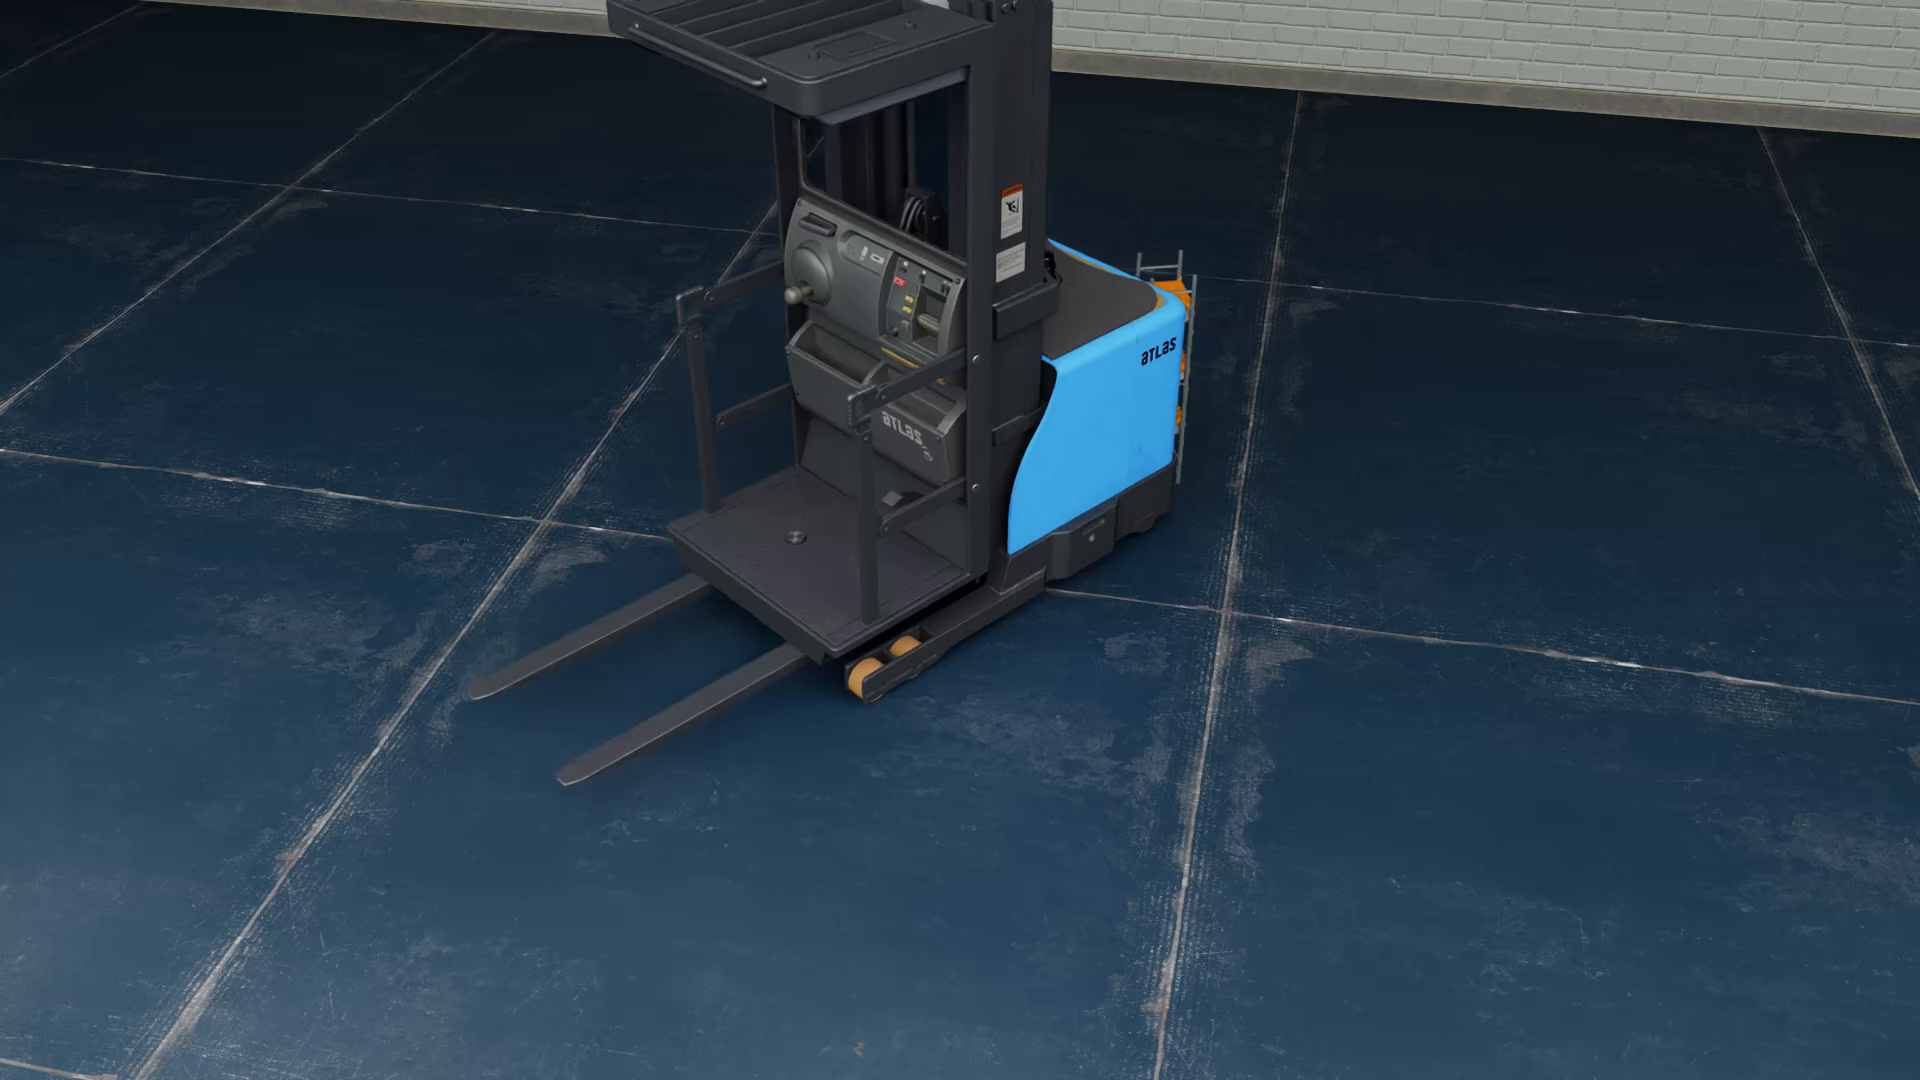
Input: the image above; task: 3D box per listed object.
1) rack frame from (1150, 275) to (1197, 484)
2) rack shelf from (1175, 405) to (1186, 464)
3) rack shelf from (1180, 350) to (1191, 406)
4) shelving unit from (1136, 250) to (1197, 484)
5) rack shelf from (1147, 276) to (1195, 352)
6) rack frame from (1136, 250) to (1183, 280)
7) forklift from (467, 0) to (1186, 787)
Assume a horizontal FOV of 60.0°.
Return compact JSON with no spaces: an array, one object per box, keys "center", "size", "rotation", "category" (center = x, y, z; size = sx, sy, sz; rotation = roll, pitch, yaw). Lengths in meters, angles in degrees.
[{"center":[0.901,-0.677,7.285],"size":[0.200,1.050,0.008],"rotation":[-5,36,-6],"category":"rack frame"},{"center":[0.886,-0.512,7.551],"size":[0.215,0.259,0.240],"rotation":[-5,36,-6],"category":"rack shelf"},{"center":[0.884,-0.739,7.390],"size":[0.215,0.259,0.240],"rotation":[-5,36,-6],"category":"rack shelf"},{"center":[0.884,-0.747,7.383],"size":[0.215,1.050,0.252],"rotation":[-5,36,-6],"category":"shelving unit"},{"center":[0.882,-0.970,7.225],"size":[0.215,0.259,0.240],"rotation":[-5,36,-6],"category":"rack shelf"},{"center":[0.868,-0.817,7.482],"size":[0.200,1.050,0.008],"rotation":[-5,36,-6],"category":"rack frame"},{"center":[-0.480,-0.912,6.011],"size":[3.031,2.935,1.130],"rotation":[-29,45,-34],"category":"forklift"}]
